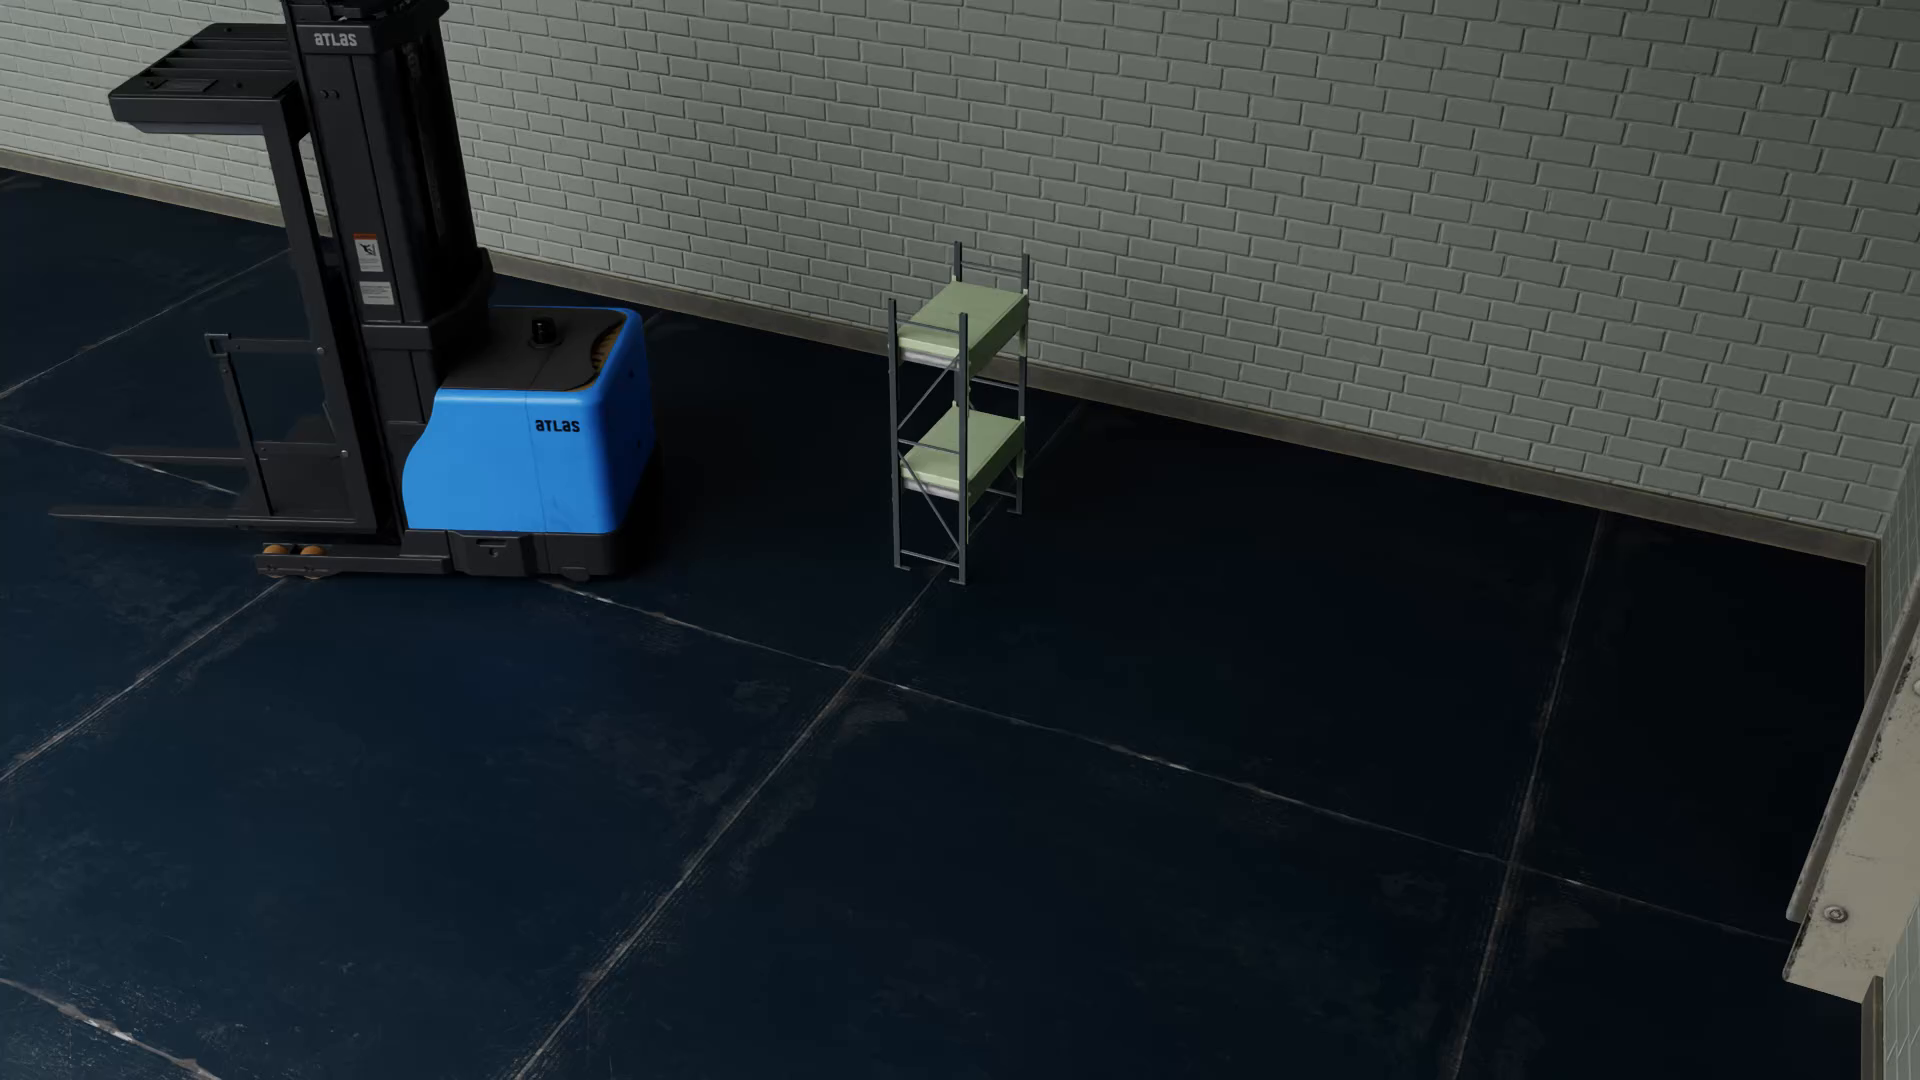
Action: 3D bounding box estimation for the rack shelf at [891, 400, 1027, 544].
[{"bbox_3d":[0.003,-0.358,8.523,0.431,0.370,0.720,14,36,20],"label":"rack shelf"}]

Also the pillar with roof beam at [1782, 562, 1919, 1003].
[{"bbox_3d":[-0.603,-3.165,5.371,9.100,9.000,0.400,14,36,20],"label":"pillar with roof beam"}]

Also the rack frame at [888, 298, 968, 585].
[{"bbox_3d":[-0.150,-0.448,8.066,0.400,1.500,0.023,14,36,20],"label":"rack frame"}]

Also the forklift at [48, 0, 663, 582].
[{"bbox_3d":[-3.166,-1.315,8.082,3.031,2.935,1.130,2,33,2],"label":"forklift"}]

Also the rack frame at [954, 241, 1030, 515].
[{"bbox_3d":[0.156,-0.813,8.622,0.400,1.500,0.023,14,36,20],"label":"rack frame"}]

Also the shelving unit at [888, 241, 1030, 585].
[{"bbox_3d":[0.003,-0.631,8.344,0.431,1.500,0.755,14,36,20],"label":"shelving unit"}]

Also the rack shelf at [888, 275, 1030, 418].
[{"bbox_3d":[0.003,-0.957,8.130,0.431,0.370,0.720,14,36,20],"label":"rack shelf"}]
